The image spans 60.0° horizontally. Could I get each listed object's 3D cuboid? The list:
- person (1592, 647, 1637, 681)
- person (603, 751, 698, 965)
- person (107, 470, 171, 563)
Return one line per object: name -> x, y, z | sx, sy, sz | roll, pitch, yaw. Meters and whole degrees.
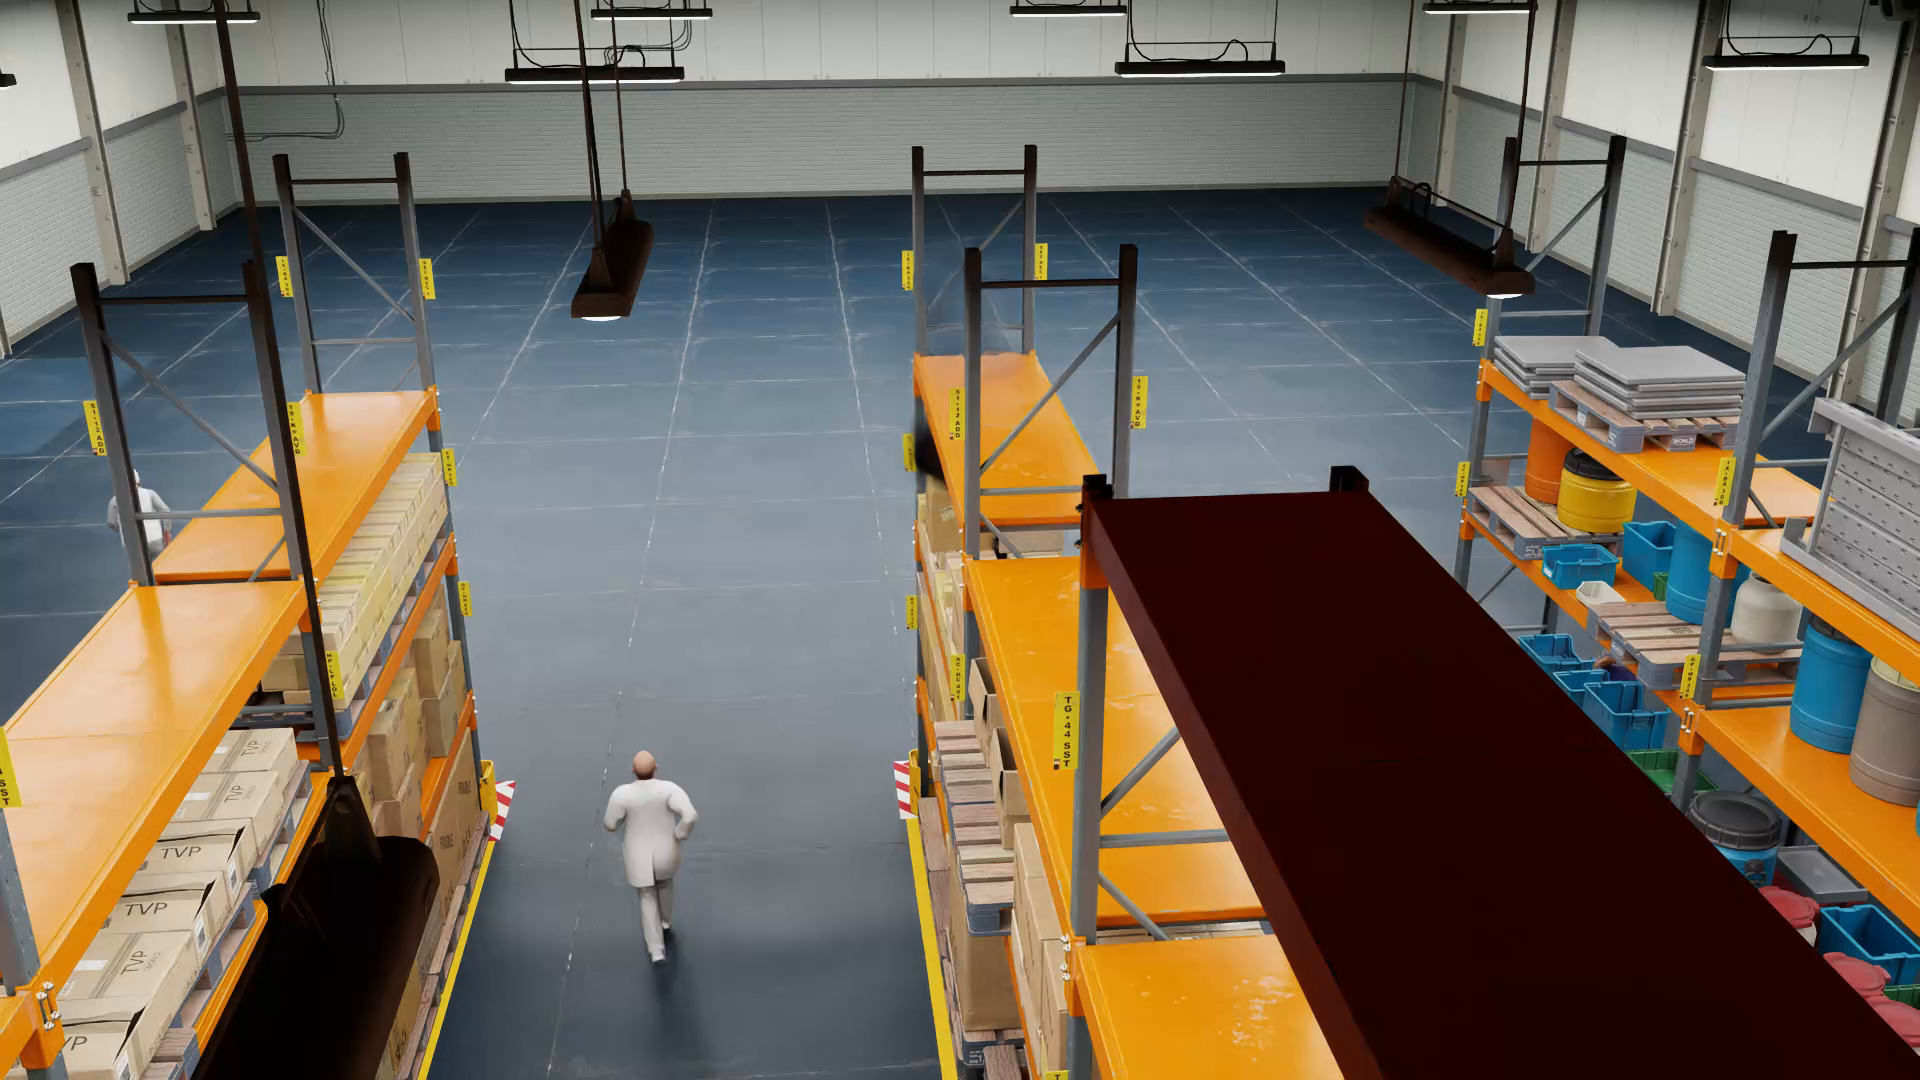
person -> 6.390, 1.359, 16.005 | 0.641, 1.626, 0.771 | -15, 26, -32
person -> -2.403, 2.456, 12.988 | 0.704, 1.802, 1.034 | -6, 22, -14
person -> -9.481, 0.031, 19.314 | 0.653, 1.710, 0.801 | -16, 27, -36
